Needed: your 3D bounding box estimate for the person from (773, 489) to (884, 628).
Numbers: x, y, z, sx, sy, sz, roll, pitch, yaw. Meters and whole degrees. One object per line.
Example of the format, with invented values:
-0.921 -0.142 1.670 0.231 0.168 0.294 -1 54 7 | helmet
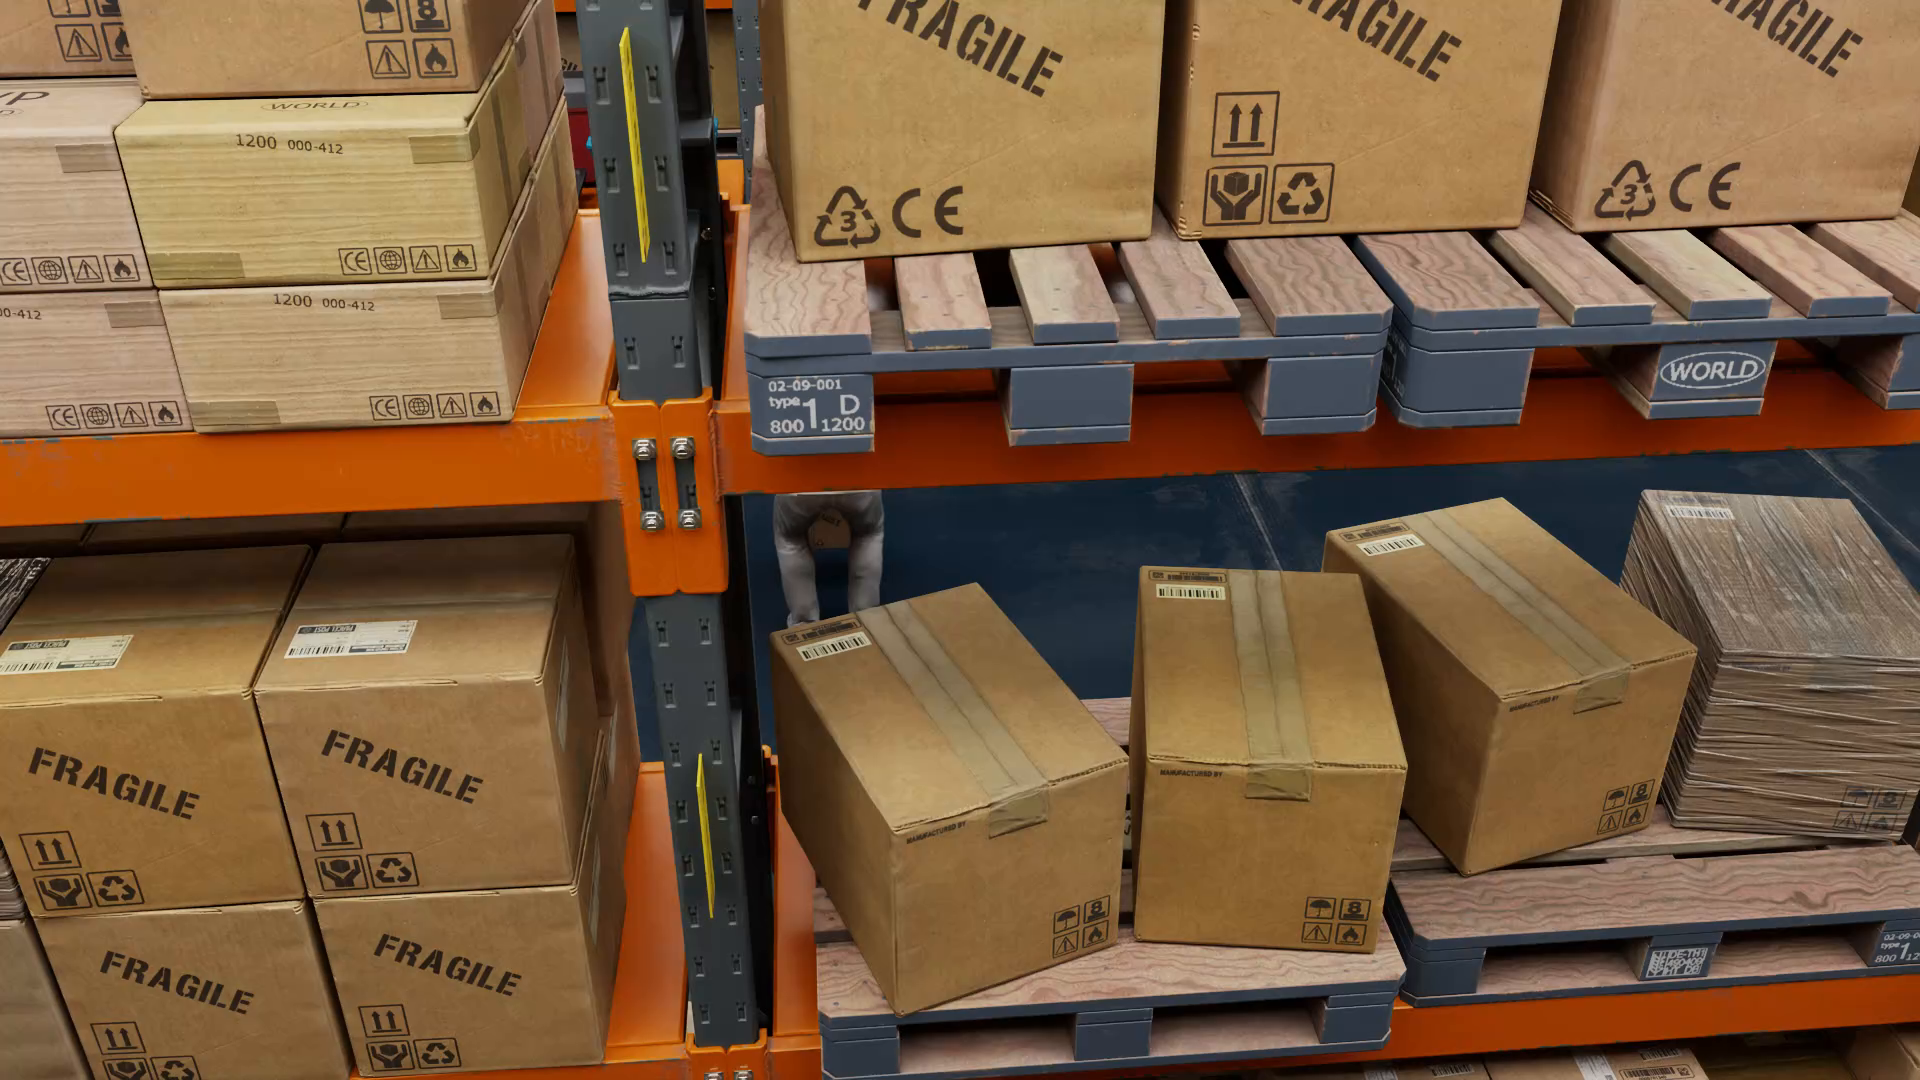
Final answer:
-0.576 -0.176 7.071 0.482 1.075 0.982 -4 31 -7 | person
